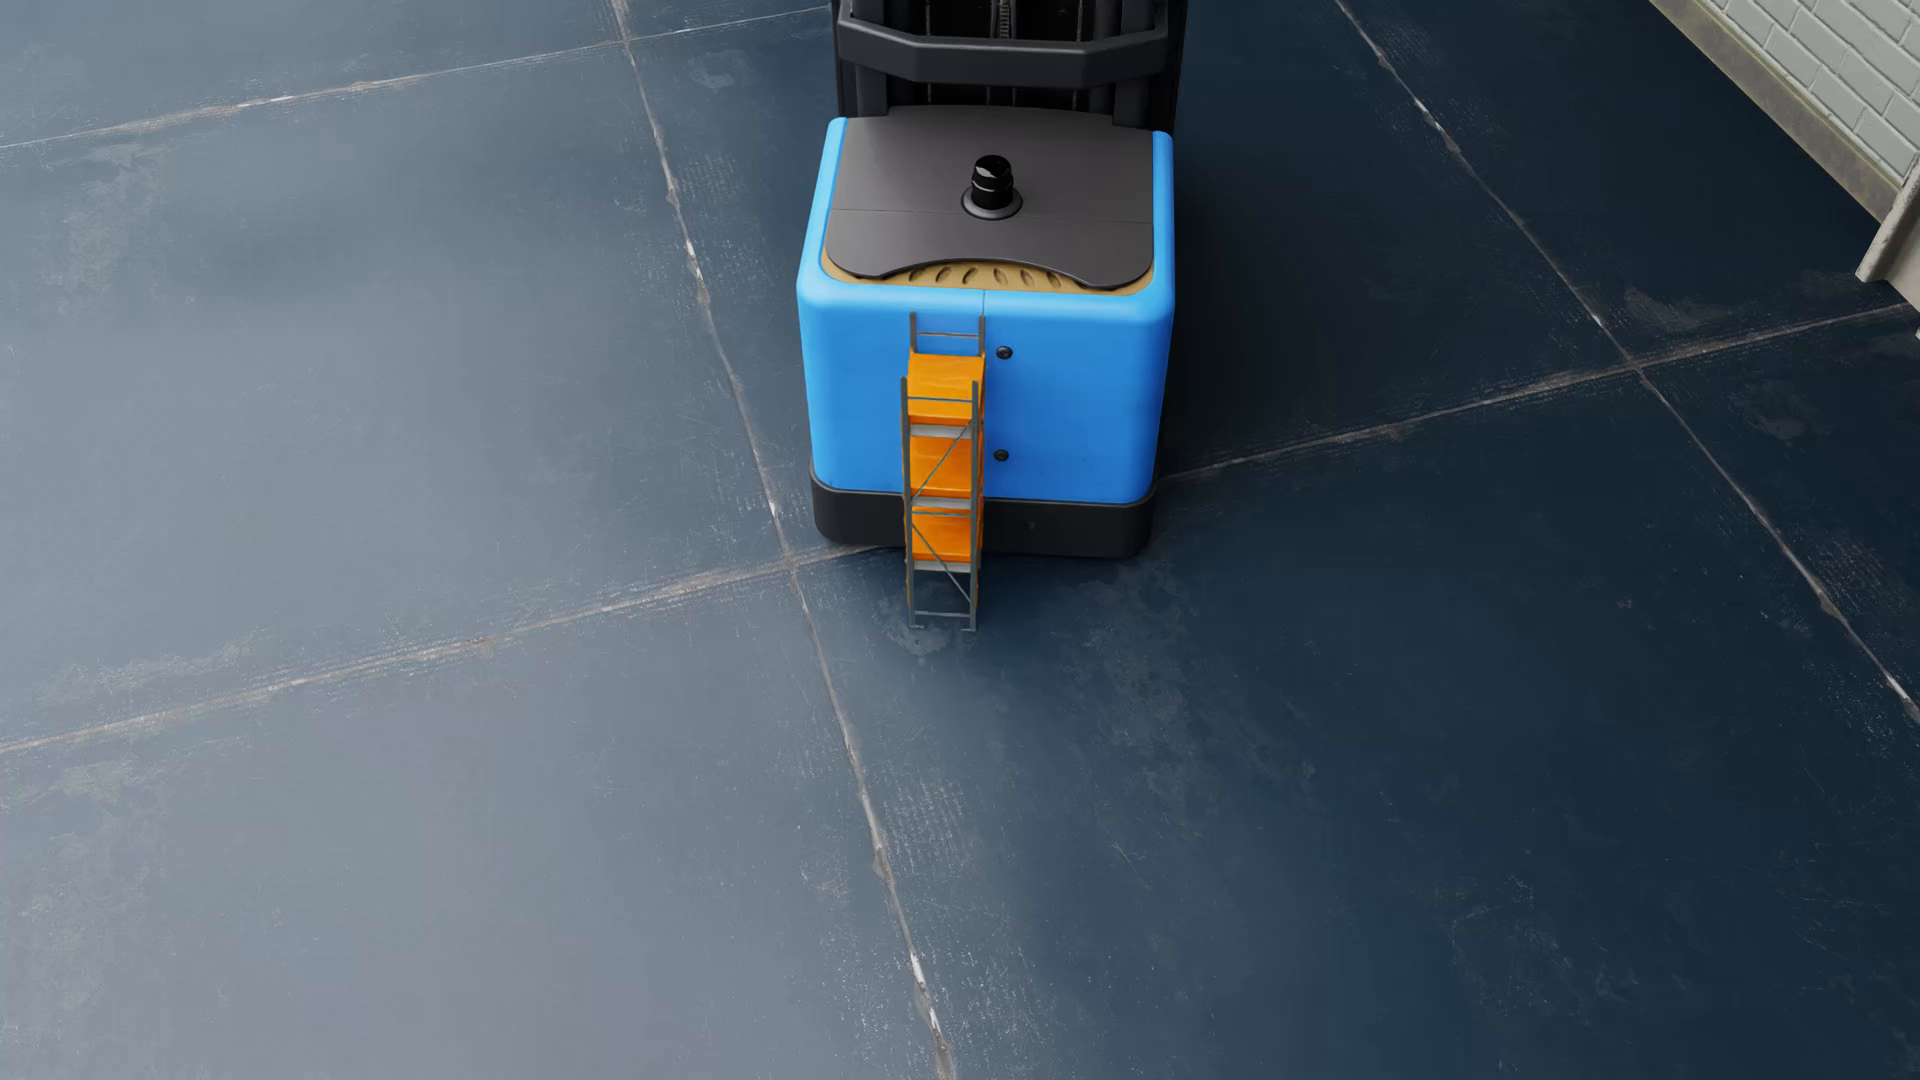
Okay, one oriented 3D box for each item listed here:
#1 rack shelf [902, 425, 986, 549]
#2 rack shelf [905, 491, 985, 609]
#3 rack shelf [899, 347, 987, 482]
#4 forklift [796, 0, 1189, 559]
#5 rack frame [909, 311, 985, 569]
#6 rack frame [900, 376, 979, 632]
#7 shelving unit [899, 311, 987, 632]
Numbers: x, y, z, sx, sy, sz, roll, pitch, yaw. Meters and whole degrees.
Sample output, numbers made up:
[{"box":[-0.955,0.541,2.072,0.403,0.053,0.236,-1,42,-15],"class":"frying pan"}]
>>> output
[{"box":[-0.043,-0.156,4.708,0.215,0.259,0.240,3,50,3],"class":"rack shelf"},{"box":[-0.043,0.023,4.921,0.215,0.259,0.240,3,50,3],"class":"rack shelf"},{"box":[-0.043,-0.339,4.491,0.215,0.259,0.240,3,50,3],"class":"rack shelf"},{"box":[0.167,-2.019,5.035,1.130,2.935,3.031,3,50,3],"class":"forklift"},{"box":[-0.033,-0.256,4.779,0.200,1.050,0.008,3,50,3],"class":"rack frame"},{"box":[-0.052,-0.070,4.622,0.200,1.050,0.008,3,50,3],"class":"rack frame"},{"box":[-0.043,-0.163,4.700,0.215,1.050,0.252,3,50,3],"class":"shelving unit"}]
